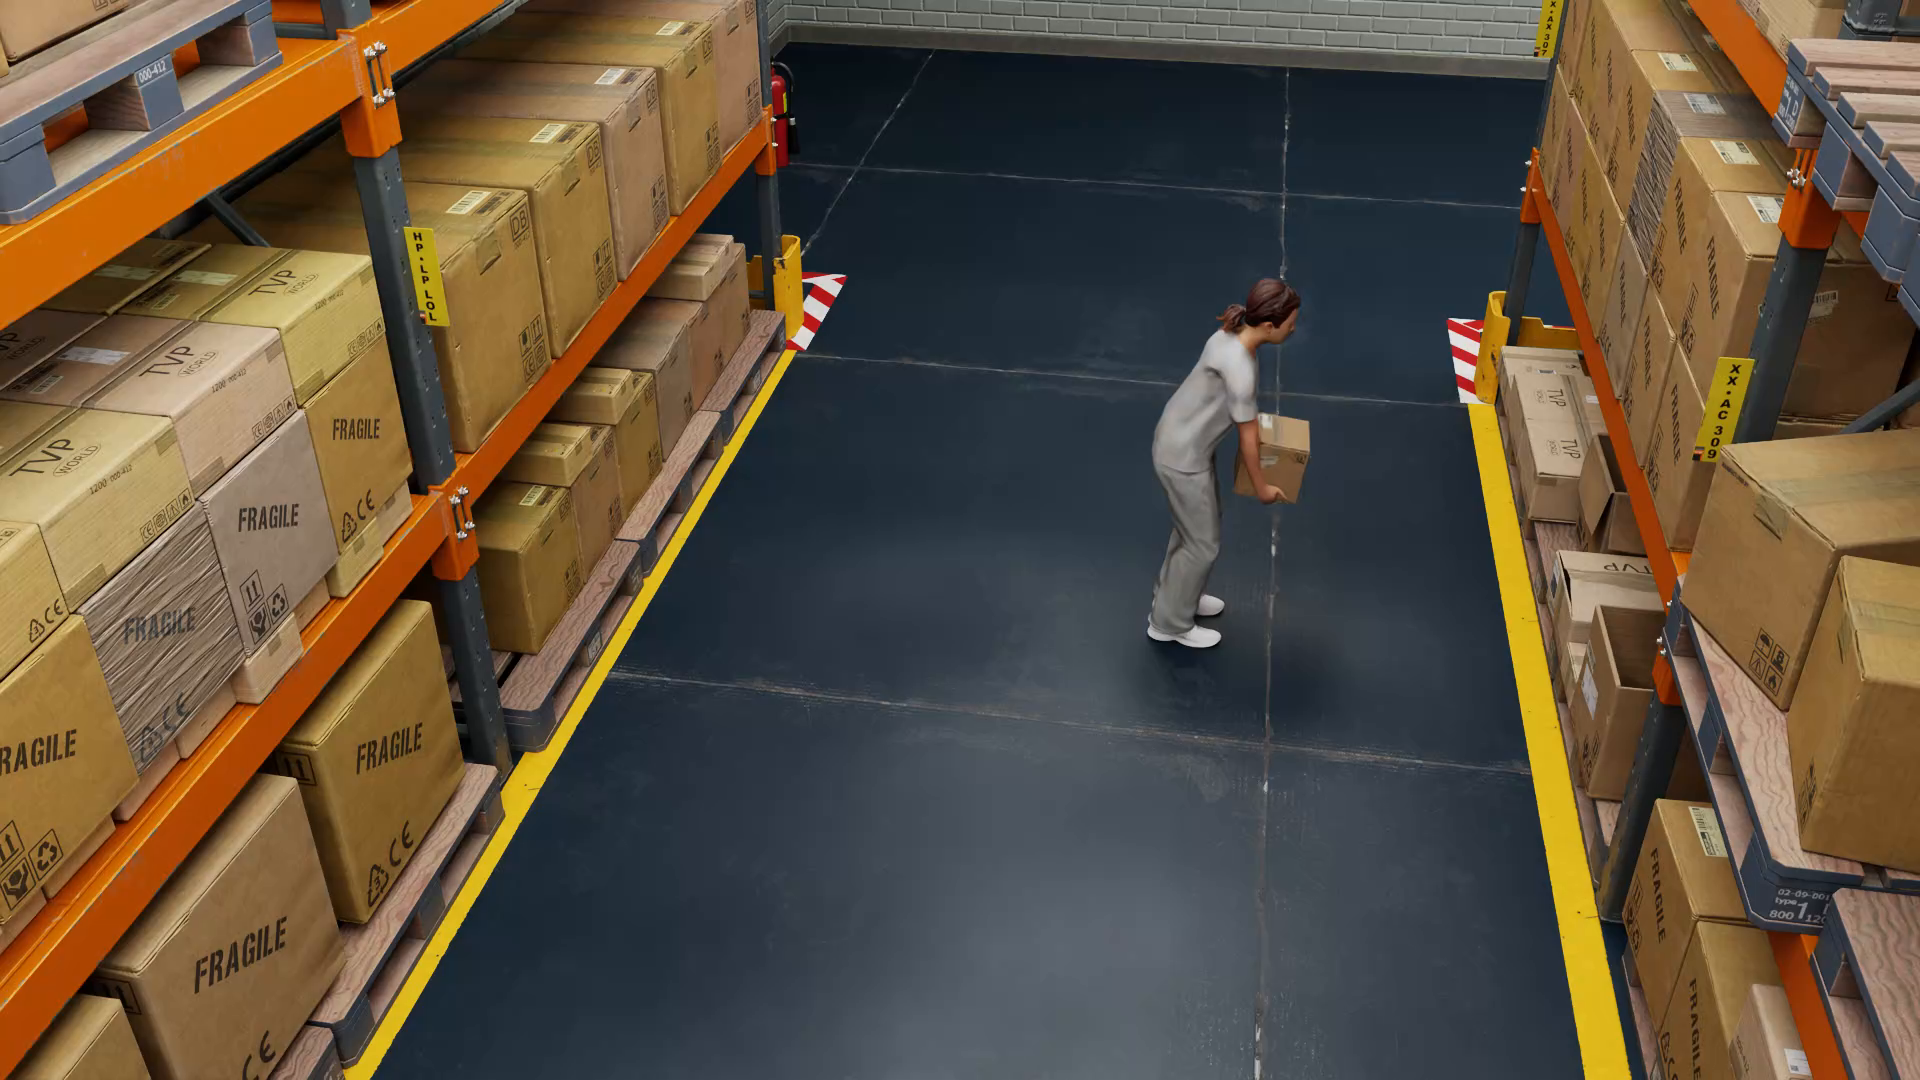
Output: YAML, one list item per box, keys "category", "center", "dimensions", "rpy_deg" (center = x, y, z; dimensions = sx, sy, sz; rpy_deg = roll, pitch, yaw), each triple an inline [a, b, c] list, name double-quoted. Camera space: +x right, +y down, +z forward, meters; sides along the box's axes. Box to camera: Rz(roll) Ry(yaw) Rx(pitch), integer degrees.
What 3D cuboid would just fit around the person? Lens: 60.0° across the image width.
- category: "person"
  center: [1.045, -0.299, 6.702]
  dimensions: [0.550, 1.581, 0.407]
  rpy_deg: [5, 33, 7]
